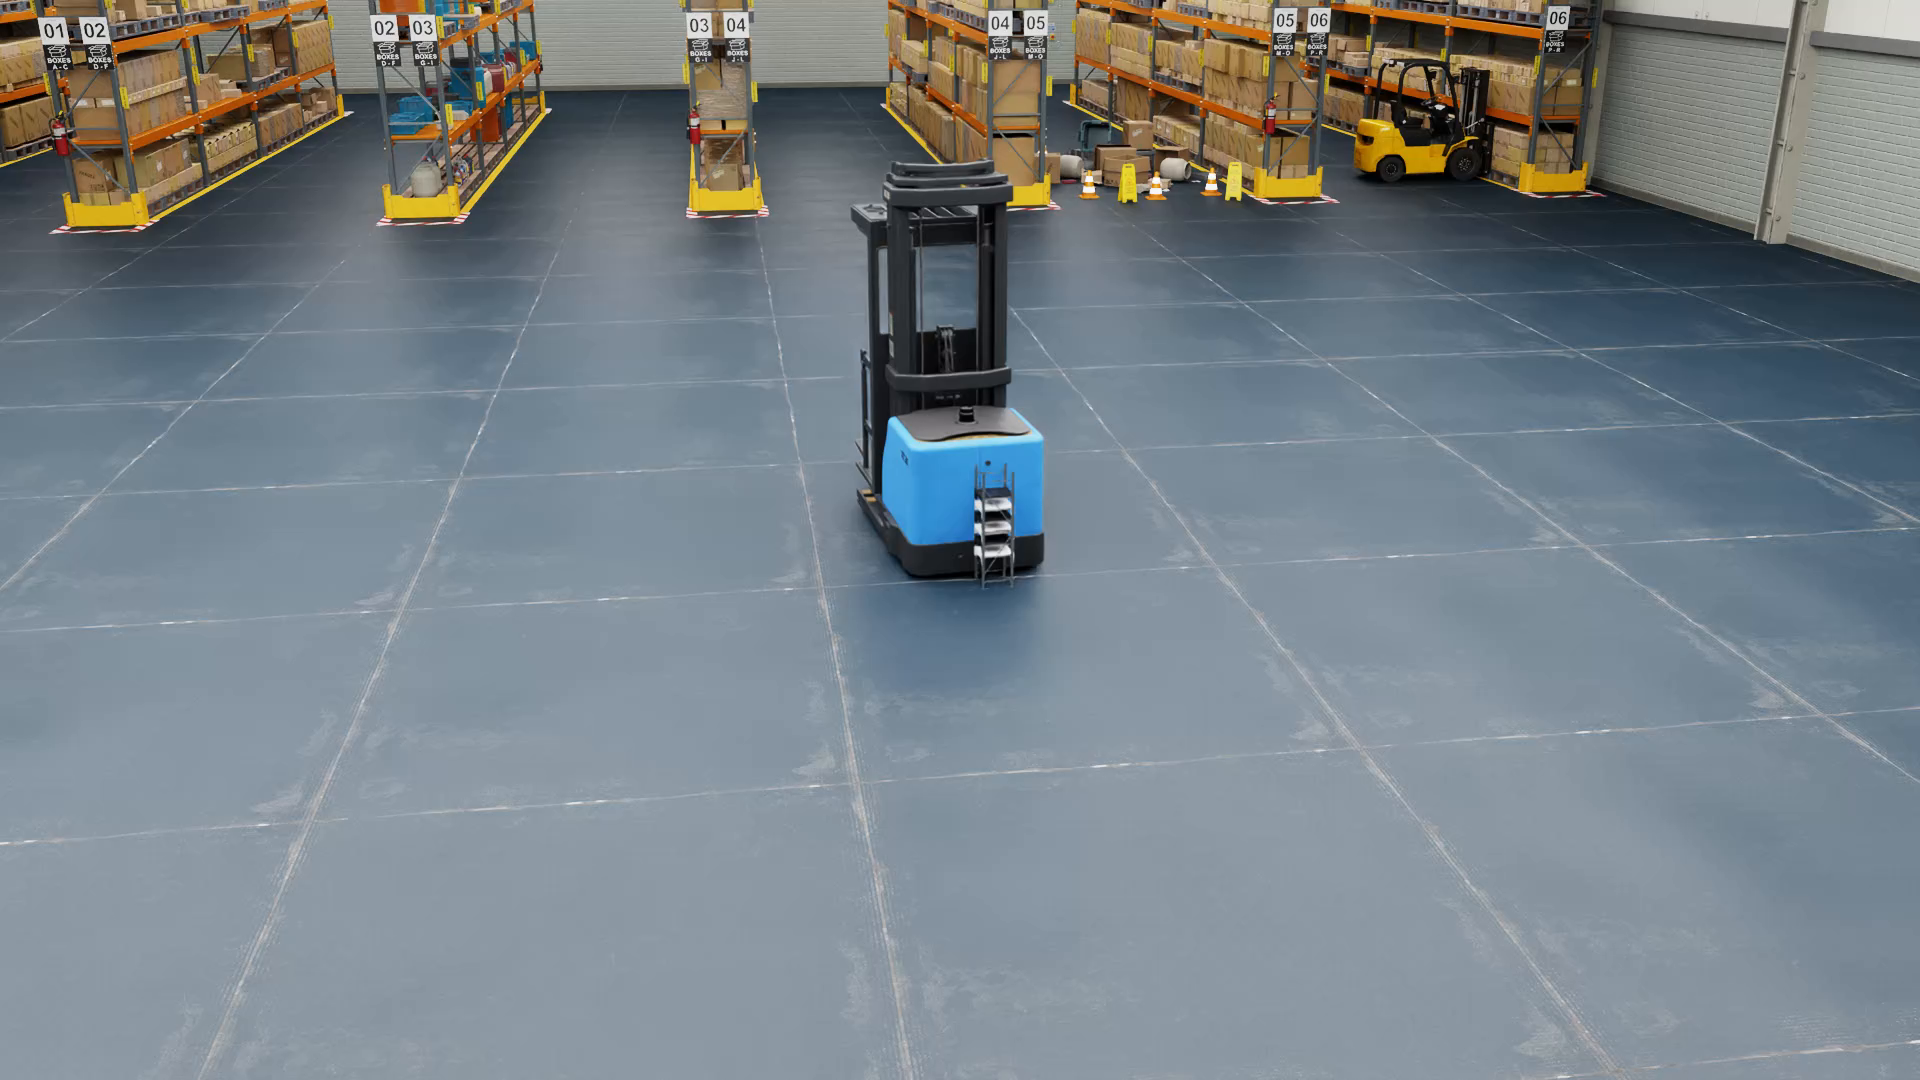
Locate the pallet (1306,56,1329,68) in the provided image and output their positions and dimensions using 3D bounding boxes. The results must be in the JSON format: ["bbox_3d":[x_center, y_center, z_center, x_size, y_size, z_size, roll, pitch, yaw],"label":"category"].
[{"bbox_3d":[9.033,-11.556,40.145,1.003,0.211,1.213,-3,21,-8],"label":"pallet"}]

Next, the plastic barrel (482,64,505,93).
[{"bbox_3d":[-9.650,-9.461,34.065,0.600,0.536,0.708,-3,21,-8],"label":"plastic barrel"}]

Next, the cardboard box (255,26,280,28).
[{"bbox_3d":[-15.901,-11.533,38.236,0.500,0.500,0.500,-3,21,-9],"label":"cardboard box"}]

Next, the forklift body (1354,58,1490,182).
[{"bbox_3d":[8.677,-7.941,31.403,2.313,2.155,1.214,-3,21,-8],"label":"forklift body"}]

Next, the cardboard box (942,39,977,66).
[{"bbox_3d":[0.013,-10.014,34.169,0.700,0.500,0.500,-3,21,-9],"label":"cardboard box"}]

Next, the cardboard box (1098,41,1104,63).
[{"bbox_3d":[3.715,-12.049,41.047,0.500,0.500,0.500,-3,21,-9],"label":"cardboard box"}]

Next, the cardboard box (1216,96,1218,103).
[{"bbox_3d":[5.152,-8.489,32.016,0.380,0.149,0.250,-3,21,-8],"label":"cardboard box"}]

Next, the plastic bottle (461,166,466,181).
[{"bbox_3d":[-8.909,-6.567,29.783,0.097,0.271,0.097,0,20,0],"label":"plastic bottle"}]

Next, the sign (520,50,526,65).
[{"bbox_3d":[-10.049,-11.084,38.210,0.100,0.325,0.005,-3,21,-8],"label":"sign"}]

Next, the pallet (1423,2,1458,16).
[{"bbox_3d":[10.039,-10.779,33.775,0.805,0.209,1.217,-4,21,-10],"label":"pallet"}]

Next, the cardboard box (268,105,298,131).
[{"bbox_3d":[-15.078,-9.386,37.003,0.500,0.500,0.500,-3,21,-8],"label":"cardboard box"}]

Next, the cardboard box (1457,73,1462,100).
[{"bbox_3d":[10.076,-8.859,32.506,0.500,0.500,0.500,-3,21,-7],"label":"cardboard box"}]

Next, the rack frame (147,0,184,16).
[{"bbox_3d":[-14.342,-10.719,29.055,1.000,3.000,0.127,-3,21,-8],"label":"rack frame"}]

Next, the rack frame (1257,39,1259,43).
[{"bbox_3d":[8.449,-13.313,44.575,1.000,3.000,0.127,-3,21,-8],"label":"rack frame"}]

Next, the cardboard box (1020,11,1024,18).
[{"bbox_3d":[1.228,-8.903,28.096,0.380,0.149,0.250,-3,21,-7],"label":"cardboard box"}]

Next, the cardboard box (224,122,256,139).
[{"bbox_3d":[-14.600,-8.296,33.670,0.500,0.311,0.500,-2,21,-6],"label":"cardboard box"}]

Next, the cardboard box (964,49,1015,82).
[{"bbox_3d":[0.539,-8.691,30.440,0.875,0.550,0.550,-3,21,-8],"label":"cardboard box"}]

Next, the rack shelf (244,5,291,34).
[{"bbox_3d":[-15.207,-11.054,35.267,1.077,0.370,4.000,-3,21,-8],"label":"rack shelf"}]

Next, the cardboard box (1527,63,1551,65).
[{"bbox_3d":[10.838,-8.846,31.119,0.380,0.149,0.250,-3,21,-9],"label":"cardboard box"}]

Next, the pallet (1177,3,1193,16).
[{"bbox_3d":[5.132,-10.802,33.833,1.213,0.211,1.003,-3,21,-8],"label":"pallet"}]

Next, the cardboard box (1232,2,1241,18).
[{"bbox_3d":[5.278,-9.688,30.371,0.500,0.250,0.500,-3,21,-7],"label":"cardboard box"}]

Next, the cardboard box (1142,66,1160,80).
[{"bbox_3d":[4.361,-10.384,36.945,0.500,0.250,0.500,-4,21,-10],"label":"cardboard box"}]

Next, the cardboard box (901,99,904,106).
[{"bbox_3d":[-1.237,-10.671,40.548,0.380,0.149,0.250,-4,21,-10],"label":"cardboard box"}]

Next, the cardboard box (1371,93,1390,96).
[{"bbox_3d":[9.709,-10.245,38.404,0.380,0.149,0.250,-3,21,-7],"label":"cardboard box"}]

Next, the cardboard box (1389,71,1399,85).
[{"bbox_3d":[9.573,-9.955,35.797,0.500,0.250,0.500,-4,21,-10],"label":"cardboard box"}]

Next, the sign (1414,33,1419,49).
[{"bbox_3d":[10.151,-11.115,37.034,0.100,0.325,0.005,-3,21,-8],"label":"sign"}]

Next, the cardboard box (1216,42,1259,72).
[{"bbox_3d":[5.214,-9.045,31.150,0.700,0.500,0.500,-3,21,-9],"label":"cardboard box"}]

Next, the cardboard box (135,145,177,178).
[{"bbox_3d":[-13.836,-6.500,28.591,0.500,0.500,0.500,-3,21,-8],"label":"cardboard box"}]

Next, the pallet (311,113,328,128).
[{"bbox_3d":[-15.773,-10.033,39.779,1.003,0.211,1.213,-3,21,-8],"label":"pallet"}]

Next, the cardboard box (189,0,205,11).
[{"bbox_3d":[-14.557,-10.106,31.313,0.500,0.250,0.500,-5,21,-12],"label":"cardboard box"}]

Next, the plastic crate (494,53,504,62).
[{"bbox_3d":[-11.270,-11.704,40.419,0.416,0.233,0.300,-3,21,-8],"label":"plastic crate"}]

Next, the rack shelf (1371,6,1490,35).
[{"bbox_3d":[9.891,-10.919,34.906,1.077,0.370,4.000,-3,21,-8],"label":"rack shelf"}]

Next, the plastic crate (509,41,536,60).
[{"bbox_3d":[-10.937,-12.250,41.592,0.616,0.435,0.499,-3,21,-8],"label":"plastic crate"}]

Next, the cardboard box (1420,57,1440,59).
[{"bbox_3d":[9.703,-9.877,34.303,0.380,0.149,0.250,-4,21,-9],"label":"cardboard box"}]

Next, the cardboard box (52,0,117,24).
[{"bbox_3d":[-13.844,-8.439,26.289,0.797,0.503,0.637,-1,21,-4],"label":"cardboard box"}]

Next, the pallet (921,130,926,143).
[{"bbox_3d":[-0.304,-8.972,36.935,1.003,0.211,1.213,-3,21,-8],"label":"pallet"}]

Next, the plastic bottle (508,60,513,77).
[{"bbox_3d":[-10.137,-10.602,37.387,0.144,0.351,0.185,-3,21,-8],"label":"plastic bottle"}]

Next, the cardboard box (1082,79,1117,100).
[{"bbox_3d":[3.732,-11.835,43.677,0.875,0.438,0.875,-4,21,-10],"label":"cardboard box"}]

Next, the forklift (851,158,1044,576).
[{"bbox_3d":[-0.233,-1.592,13.288,1.130,2.935,3.031,-5,21,-14],"label":"forklift"}]

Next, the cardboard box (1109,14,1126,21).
[{"bbox_3d":[3.825,-12.683,40.389,0.380,0.149,0.250,-2,21,-6],"label":"cardboard box"}]

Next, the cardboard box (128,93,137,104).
[{"bbox_3d":[-13.684,-7.199,27.134,0.380,0.149,0.250,-3,21,-8],"label":"cardboard box"}]

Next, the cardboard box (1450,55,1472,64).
[{"bbox_3d":[9.931,-9.523,32.932,0.380,0.149,0.250,-2,21,-7],"label":"cardboard box"}]

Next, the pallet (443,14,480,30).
[{"bbox_3d":[-9.239,-9.229,29.622,1.213,0.211,1.003,-3,21,-8],"label":"pallet"}]

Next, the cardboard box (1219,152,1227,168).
[{"bbox_3d":[5.253,-7.230,31.616,0.500,0.250,0.500,-3,21,-8],"label":"cardboard box"}]

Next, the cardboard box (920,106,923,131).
[{"bbox_3d":[-0.617,-9.428,37.143,0.500,0.500,0.500,-2,21,-6],"label":"cardboard box"}]

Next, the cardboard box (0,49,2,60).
[{"bbox_3d":[-19.635,-9.770,33.418,0.500,0.250,0.500,-2,21,-6],"label":"cardboard box"}]

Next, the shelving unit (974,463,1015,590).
[{"bbox_3d":[0.251,-0.096,12.188,0.258,0.900,0.210,-5,21,-14],"label":"shelving unit"}]

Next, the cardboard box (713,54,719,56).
[{"bbox_3d":[-4.364,-8.028,28.425,0.500,0.500,0.500,-3,21,-8],"label":"cardboard box"}]

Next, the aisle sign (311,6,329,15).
[{"bbox_3d":[-15.779,-13.321,40.878,0.394,0.787,0.004,-3,21,-8],"label":"aisle sign"}]

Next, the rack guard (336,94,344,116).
[{"bbox_3d":[-16.061,-10.866,41.595,1.175,0.500,0.348,-3,21,-8],"label":"rack guard"}]

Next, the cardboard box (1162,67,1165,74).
[{"bbox_3d":[4.555,-10.052,35.602,0.380,0.149,0.250,-4,21,-11],"label":"cardboard box"}]

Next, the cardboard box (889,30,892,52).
[{"bbox_3d":[-1.554,-12.794,42.616,0.500,0.500,0.500,-2,21,-5],"label":"cardboard box"}]

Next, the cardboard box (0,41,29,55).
[{"bbox_3d":[-19.864,-10.295,34.825,0.500,0.250,0.500,-3,21,-9],"label":"cardboard box"}]

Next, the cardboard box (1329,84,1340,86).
[{"bbox_3d":[8.979,-10.940,40.266,0.380,0.149,0.250,-4,21,-11],"label":"cardboard box"}]
